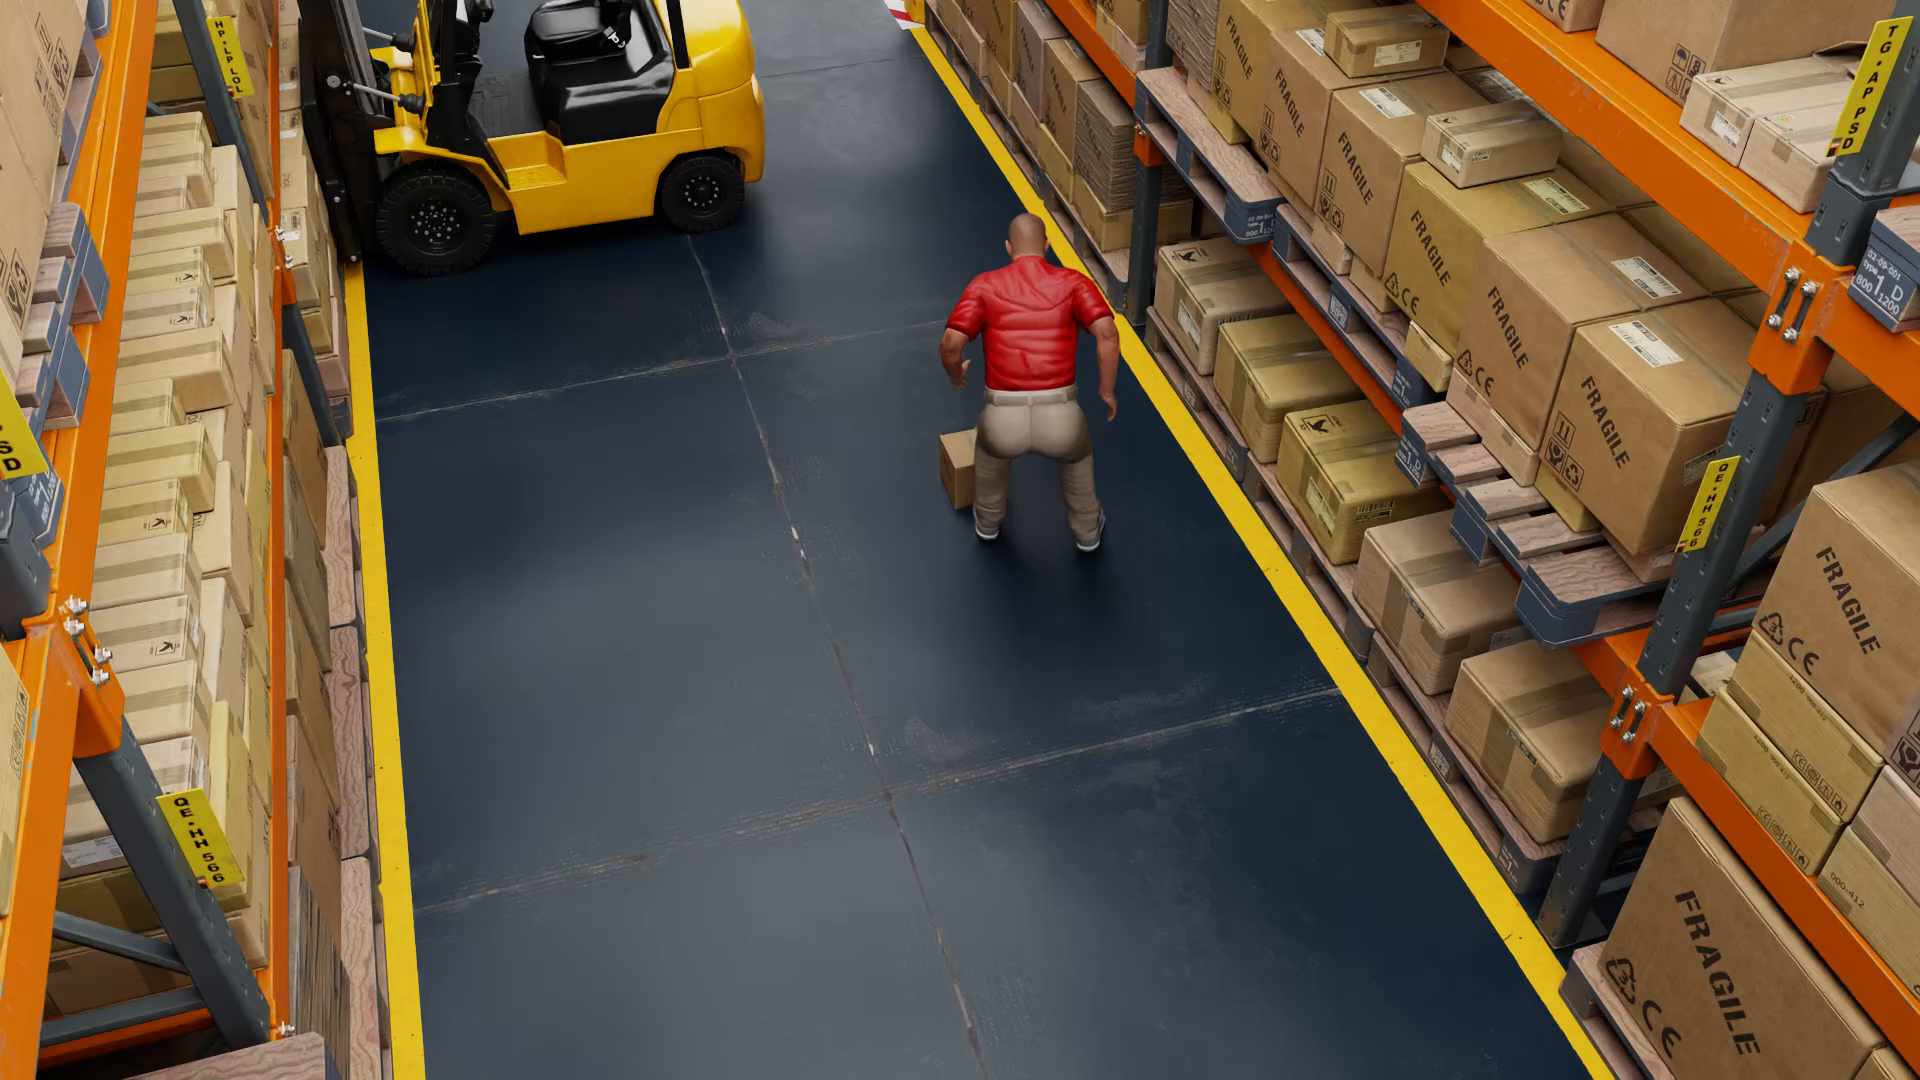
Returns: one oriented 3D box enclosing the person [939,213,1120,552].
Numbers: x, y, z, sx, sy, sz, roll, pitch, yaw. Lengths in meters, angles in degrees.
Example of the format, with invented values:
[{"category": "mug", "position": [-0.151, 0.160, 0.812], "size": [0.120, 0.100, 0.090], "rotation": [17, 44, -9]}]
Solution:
[{"category": "person", "position": [0.285, -0.576, 6.996], "size": [0.734, 1.485, 0.732], "rotation": [1, 42, 1]}]
